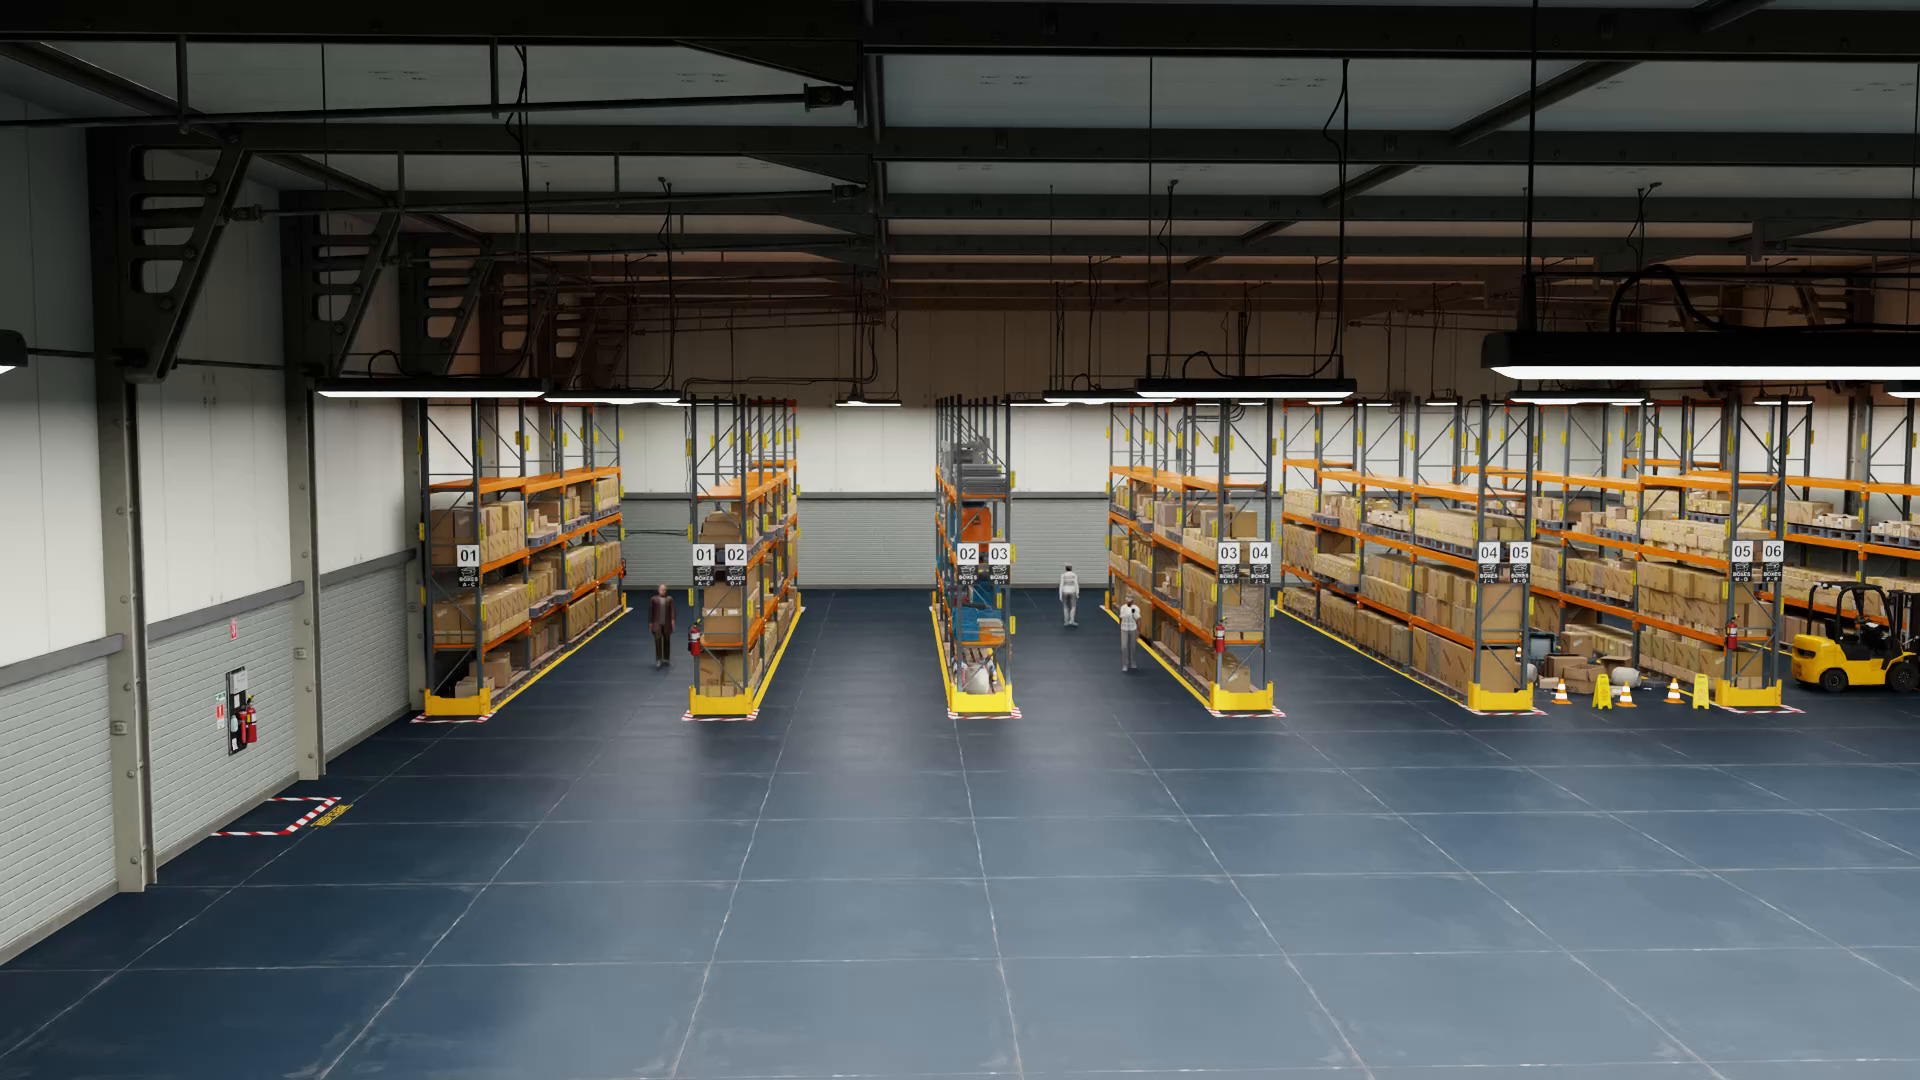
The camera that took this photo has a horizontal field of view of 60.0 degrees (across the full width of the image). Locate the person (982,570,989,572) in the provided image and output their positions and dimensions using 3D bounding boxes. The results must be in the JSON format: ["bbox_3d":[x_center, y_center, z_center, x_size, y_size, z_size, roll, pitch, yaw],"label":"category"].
[{"bbox_3d":[0.765,0.908,50.052,0.599,1.705,1.079,-1,5,-11],"label":"person"}]

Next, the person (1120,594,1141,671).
[{"bbox_3d":[3.752,2.036,36.591,0.493,1.705,0.542,1,5,15],"label":"person"}]

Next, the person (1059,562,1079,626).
[{"bbox_3d":[2.875,1.437,43.896,0.513,1.682,0.487,1,5,7],"label":"person"}]

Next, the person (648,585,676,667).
[{"bbox_3d":[-6.656,1.919,37.277,0.607,1.803,0.731,-1,5,-18],"label":"person"}]
